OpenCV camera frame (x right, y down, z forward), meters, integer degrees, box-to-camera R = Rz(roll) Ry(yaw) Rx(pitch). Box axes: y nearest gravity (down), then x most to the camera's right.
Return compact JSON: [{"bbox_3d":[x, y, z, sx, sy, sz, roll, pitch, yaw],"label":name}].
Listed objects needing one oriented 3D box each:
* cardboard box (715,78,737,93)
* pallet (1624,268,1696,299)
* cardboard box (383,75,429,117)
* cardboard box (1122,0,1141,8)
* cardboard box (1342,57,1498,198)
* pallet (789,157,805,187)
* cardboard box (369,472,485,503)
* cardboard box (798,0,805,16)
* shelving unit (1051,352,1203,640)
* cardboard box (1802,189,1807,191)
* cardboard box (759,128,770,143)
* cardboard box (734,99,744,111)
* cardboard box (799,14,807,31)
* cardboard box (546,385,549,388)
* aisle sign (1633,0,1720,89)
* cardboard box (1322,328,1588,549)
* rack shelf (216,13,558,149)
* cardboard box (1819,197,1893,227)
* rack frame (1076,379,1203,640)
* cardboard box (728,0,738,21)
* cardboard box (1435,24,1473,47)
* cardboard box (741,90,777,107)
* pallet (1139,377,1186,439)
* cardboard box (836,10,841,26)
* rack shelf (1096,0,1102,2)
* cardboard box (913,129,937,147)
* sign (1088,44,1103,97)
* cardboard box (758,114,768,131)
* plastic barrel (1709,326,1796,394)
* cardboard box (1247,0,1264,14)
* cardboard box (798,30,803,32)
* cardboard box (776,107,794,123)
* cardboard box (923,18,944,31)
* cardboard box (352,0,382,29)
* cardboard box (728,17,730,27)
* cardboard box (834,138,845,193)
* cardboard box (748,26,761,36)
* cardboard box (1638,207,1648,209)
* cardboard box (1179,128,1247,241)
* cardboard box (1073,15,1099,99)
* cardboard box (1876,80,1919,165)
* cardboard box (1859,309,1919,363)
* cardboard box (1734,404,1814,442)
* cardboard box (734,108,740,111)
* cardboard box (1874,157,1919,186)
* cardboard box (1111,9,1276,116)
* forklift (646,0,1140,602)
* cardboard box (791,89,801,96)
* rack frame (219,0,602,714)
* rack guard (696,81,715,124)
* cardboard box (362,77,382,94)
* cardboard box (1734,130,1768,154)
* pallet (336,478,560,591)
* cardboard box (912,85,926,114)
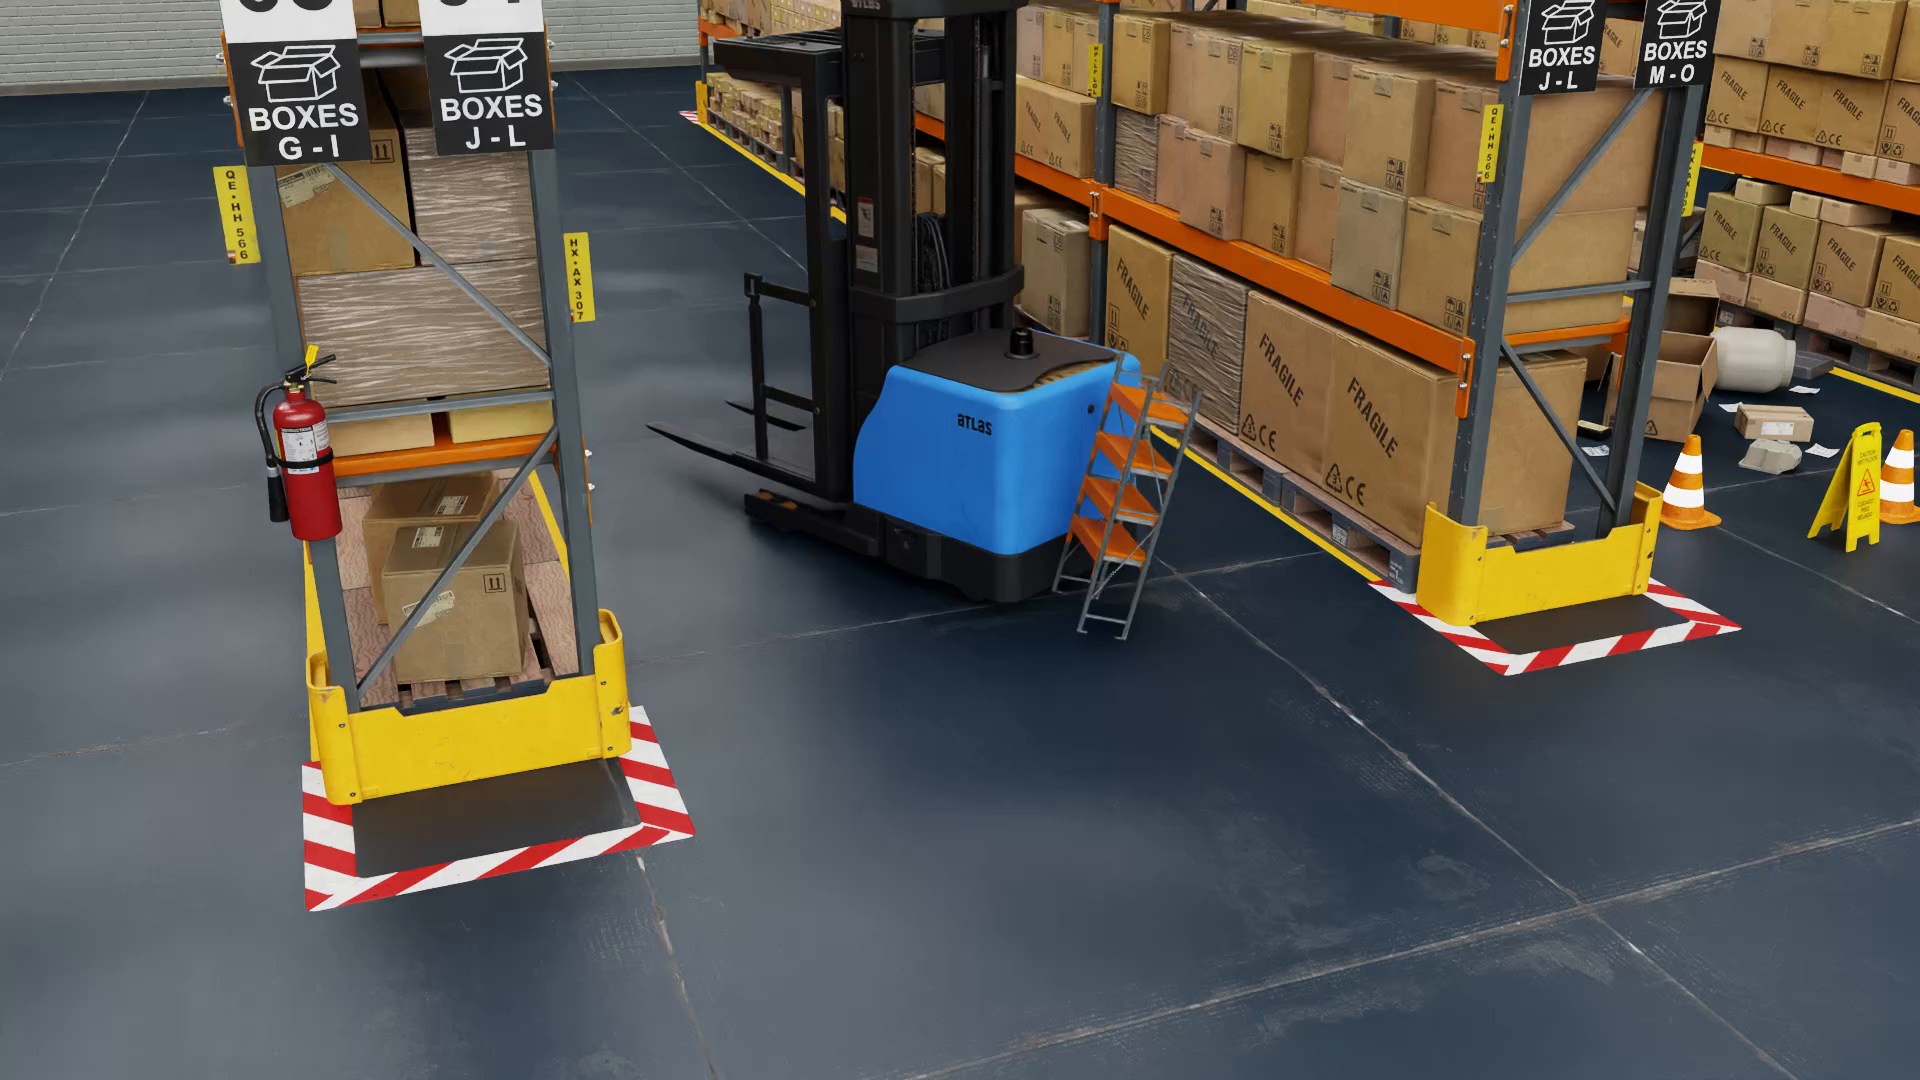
[{"bbox_3d":[-2.824,-5.659,20.678,0.380,0.149,0.250,-8,24,-19],"label":"cardboard box"},{"bbox_3d":[5.687,-2.288,13.907,1.003,0.211,1.213,-8,24,-19],"label":"pallet"},{"bbox_3d":[-2.182,-1.722,7.175,0.500,0.500,0.500,-8,24,-19],"label":"cardboard box"},{"bbox_3d":[2.356,-6.743,20.759,0.500,0.500,0.500,-9,24,-20],"label":"cardboard box"},{"bbox_3d":[2.406,-2.015,8.085,0.875,0.550,0.550,-8,24,-19],"label":"cardboard box"},{"bbox_3d":[-1.181,-3.913,17.763,1.003,0.211,1.213,-8,24,-19],"label":"pallet"},{"bbox_3d":[-2.546,-0.191,8.018,0.500,0.500,0.500,-6,24,-14],"label":"cardboard box"},{"bbox_3d":[-1.380,-5.249,16.358,0.380,0.149,0.250,-9,24,-19],"label":"cardboard box"},{"bbox_3d":[0.747,-0.203,7.618,0.258,1.200,0.503,11,18,-15],"label":"shelving unit"},{"bbox_3d":[6.424,-2.384,12.578,0.500,0.500,0.500,-9,24,-20],"label":"cardboard box"},{"bbox_3d":[-2.082,-4.650,19.050,0.380,0.149,0.250,-9,25,-21],"label":"cardboard box"},{"bbox_3d":[-2.541,-5.350,20.329,0.380,0.149,0.250,-10,25,-22],"label":"cardboard box"},{"bbox_3d":[-1.374,-5.110,16.412,0.380,0.149,0.250,-7,24,-17],"label":"cardboard box"},{"bbox_3d":[-1.842,-0.591,6.614,0.380,0.149,0.250,-8,24,-19],"label":"cardboard box"},{"bbox_3d":[3.087,-2.334,7.079,0.394,0.787,0.004,-8,24,-19],"label":"aisle sign"},{"bbox_3d":[2.480,-0.573,8.442,0.875,0.875,0.875,-8,24,-19],"label":"cardboard box"},{"bbox_3d":[-2.601,-2.255,7.301,1.077,0.370,4.000,-8,24,-19],"label":"rack shelf"},{"bbox_3d":[6.189,-2.272,11.478,0.380,0.149,0.250,-7,24,-16],"label":"cardboard box"},{"bbox_3d":[0.792,-0.119,7.393,0.240,1.200,0.015,11,18,-15],"label":"rack frame"},{"bbox_3d":[-2.411,-6.362,19.470,0.500,0.500,0.500,-9,24,-20],"label":"cardboard box"},{"bbox_3d":[4.684,-4.737,15.074,0.500,0.500,0.500,-7,24,-16],"label":"cardboard box"},{"bbox_3d":[-2.356,-5.192,19.571,0.380,0.149,0.250,-9,25,-21],"label":"cardboard box"},{"bbox_3d":[1.564,-1.002,10.856,1.003,0.211,1.213,-8,24,-19],"label":"pallet"},{"bbox_3d":[-0.924,-4.778,15.241,0.380,0.149,0.250,-8,24,-17],"label":"cardboard box"},{"bbox_3d":[0.662,-4.352,12.277,1.077,0.370,4.000,-8,24,-19],"label":"rack shelf"},{"bbox_3d":[-0.531,-3.627,15.207,0.500,0.250,0.500,-9,24,-20],"label":"cardboard box"},{"bbox_3d":[0.864,-2.993,10.601,0.100,0.325,0.005,-8,24,-19],"label":"sign"},{"bbox_3d":[-2.085,-4.760,18.929,0.380,0.149,0.250,-9,25,-21],"label":"cardboard box"},{"bbox_3d":[5.231,-1.192,11.034,0.512,0.421,0.421,8,24,18],"label":"plastic barrel"},{"bbox_3d":[3.393,-5.787,18.168,0.500,0.250,0.500,-8,24,-18],"label":"cardboard box"},{"bbox_3d":[-1.383,-4.978,16.480,0.380,0.149,0.250,-9,25,-21],"label":"cardboard box"},{"bbox_3d":[-1.827,-4.729,18.471,0.380,0.149,0.250,-8,24,-17],"label":"cardboard box"},{"bbox_3d":[0.105,-4.370,13.840,0.700,0.500,0.500,-8,24,-19],"label":"cardboard box"},{"bbox_3d":[-2.302,-1.931,5.799,0.500,0.250,0.500,-8,24,-18],"label":"cardboard box"},{"bbox_3d":[-2.597,-6.287,20.128,0.380,0.149,0.250,-9,24,-20],"label":"cardboard box"},{"bbox_3d":[-0.904,-3.652,16.230,0.500,0.500,0.500,-9,25,-21],"label":"cardboard box"},{"bbox_3d":[-2.201,-5.813,19.002,0.380,0.149,0.250,-9,25,-21],"label":"cardboard box"},{"bbox_3d":[5.519,-2.724,14.193,0.950,0.372,0.625,-7,24,-16],"label":"cardboard box"},{"bbox_3d":[1.806,-2.102,9.682,0.875,0.550,0.550,-8,24,-19],"label":"cardboard box"},{"bbox_3d":[1.188,-3.261,11.208,0.700,0.500,0.500,-9,24,-20],"label":"cardboard box"},{"bbox_3d":[6.420,-2.731,10.856,0.500,0.500,0.500,-8,24,-18],"label":"cardboard box"},{"bbox_3d":[6.474,-1.399,11.206,0.500,0.250,0.500,-9,25,-21],"label":"cardboard box"},{"bbox_3d":[5.024,-0.722,10.271,0.380,0.149,0.250,4,23,9],"label":"cardboard box"},{"bbox_3d":[-2.555,-5.219,20.401,0.380,0.149,0.250,-8,24,-19],"label":"cardboard box"},{"bbox_3d":[6.333,-2.462,11.053,0.380,0.149,0.250,-8,24,-19],"label":"cardboard box"},{"bbox_3d":[1.467,-3.002,10.428,0.875,0.550,0.550,-8,24,-19],"label":"cardboard box"},{"bbox_3d":[-0.520,-1.521,8.585,3.031,2.935,1.130,20,30,39],"label":"forklift"},{"bbox_3d":[-1.863,-5.265,19.744,0.380,0.149,0.250,-9,25,-21],"label":"cardboard box"},{"bbox_3d":[-1.894,-0.477,6.020,1.000,3.000,0.127,-8,24,-19],"label":"rack frame"},{"bbox_3d":[-2.844,-5.755,21.761,1.175,0.500,0.348,-8,24,-19],"label":"rack guard"},{"bbox_3d":[-2.676,-1.650,7.003,0.500,0.500,0.500,-8,24,-19],"label":"cardboard box"},{"bbox_3d":[5.913,-2.931,12.166,0.380,0.149,0.250,-8,24,-17],"label":"cardboard box"},{"bbox_3d":[-2.602,0.038,8.389,1.003,0.211,1.213,-8,24,-19],"label":"pallet"},{"bbox_3d":[-0.139,-3.874,13.950,0.500,0.500,0.500,-8,24,-18],"label":"cardboard box"}]
